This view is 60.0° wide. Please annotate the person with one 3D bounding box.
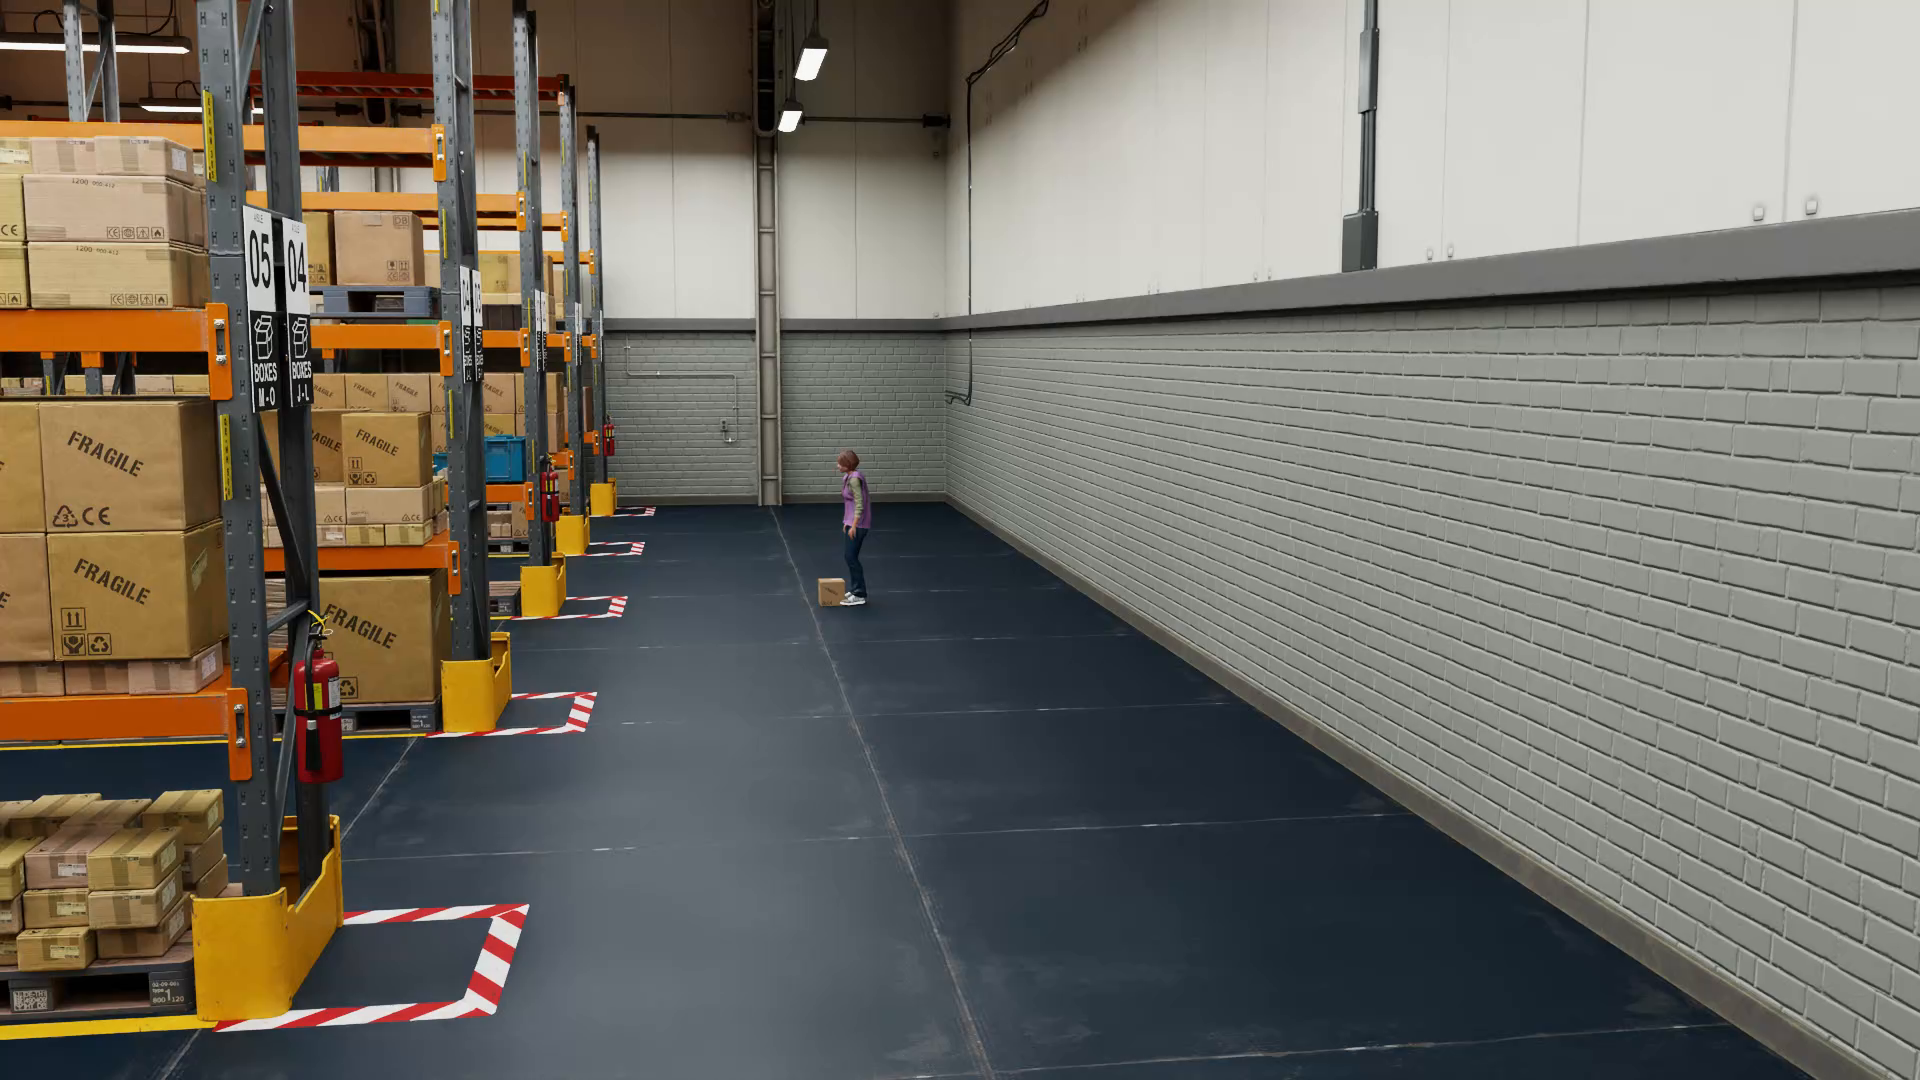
[{"bbox_3d":[-3.274,-1.464,21.626,2.769,3.194,10.366,-1,7,-11],"label":"person"}]
